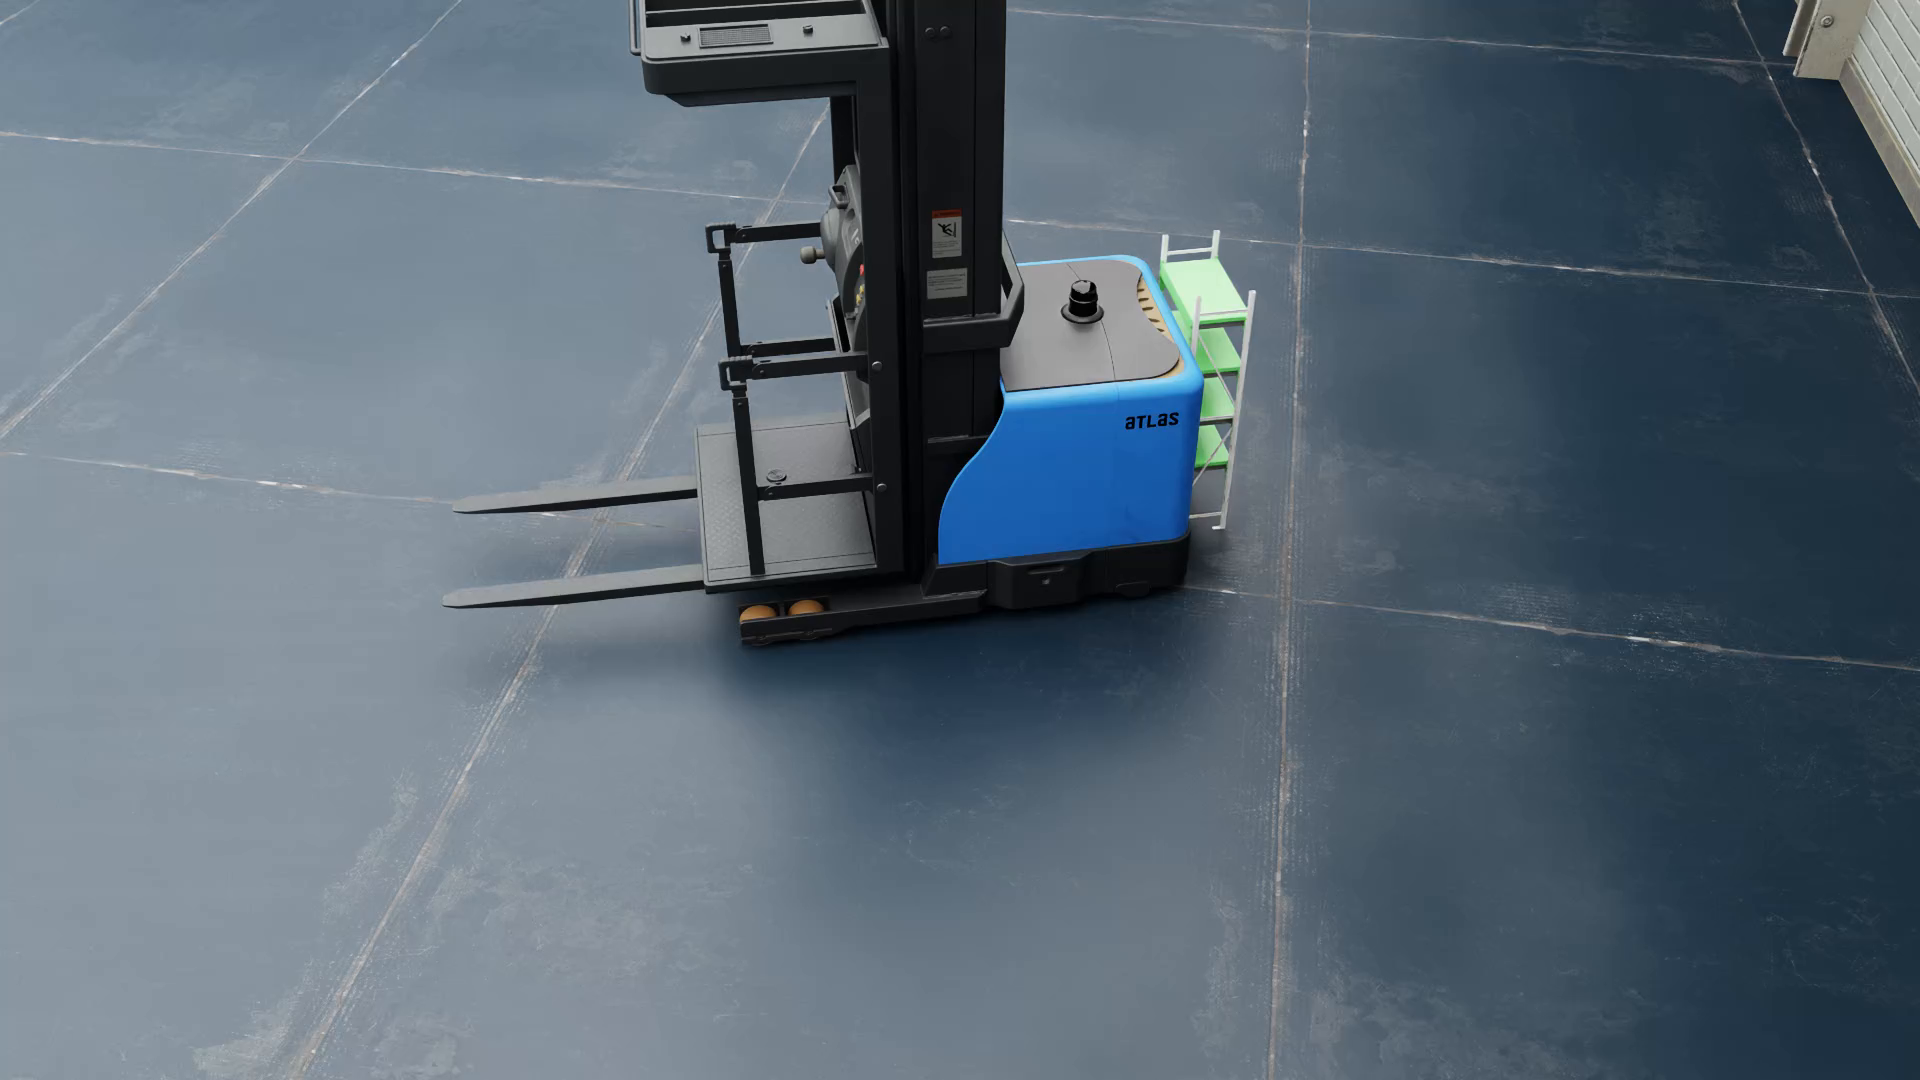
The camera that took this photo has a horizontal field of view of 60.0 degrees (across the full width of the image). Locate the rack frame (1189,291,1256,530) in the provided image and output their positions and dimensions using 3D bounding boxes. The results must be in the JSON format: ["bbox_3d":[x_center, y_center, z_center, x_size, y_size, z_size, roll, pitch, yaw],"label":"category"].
[{"bbox_3d":[1.045,-0.503,6.917,0.240,1.200,0.015,-6,40,-8],"label":"rack frame"}]

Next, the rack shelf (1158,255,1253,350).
[{"bbox_3d":[1.003,-0.977,6.837,0.258,0.148,0.480,-6,40,-8],"label":"rack shelf"}]

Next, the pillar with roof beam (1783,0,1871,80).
[{"bbox_3d":[1.436,-7.098,8.773,9.100,9.000,0.400,6,40,8],"label":"pillar with roof beam"}]

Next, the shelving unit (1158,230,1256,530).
[{"bbox_3d":[1.003,-0.656,7.102,0.258,1.200,0.503,-6,40,-8],"label":"shelving unit"}]

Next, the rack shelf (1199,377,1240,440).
[{"bbox_3d":[1.003,-0.607,7.143,0.258,0.148,0.480,-6,40,-8],"label":"rack shelf"}]

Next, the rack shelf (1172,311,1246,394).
[{"bbox_3d":[1.003,-0.792,6.990,0.258,0.148,0.480,-6,40,-8],"label":"rack shelf"}]

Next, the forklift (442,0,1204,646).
[{"bbox_3d":[-0.614,-1.065,6.238,3.031,2.935,1.130,-6,40,-7],"label":"forklift"}]

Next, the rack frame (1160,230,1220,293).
[{"bbox_3d":[0.961,-0.810,7.288,0.240,1.200,0.015,-6,40,-8],"label":"rack frame"}]

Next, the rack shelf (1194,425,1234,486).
[{"bbox_3d":[1.003,-0.422,7.296,0.258,0.148,0.480,-6,40,-8],"label":"rack shelf"}]
